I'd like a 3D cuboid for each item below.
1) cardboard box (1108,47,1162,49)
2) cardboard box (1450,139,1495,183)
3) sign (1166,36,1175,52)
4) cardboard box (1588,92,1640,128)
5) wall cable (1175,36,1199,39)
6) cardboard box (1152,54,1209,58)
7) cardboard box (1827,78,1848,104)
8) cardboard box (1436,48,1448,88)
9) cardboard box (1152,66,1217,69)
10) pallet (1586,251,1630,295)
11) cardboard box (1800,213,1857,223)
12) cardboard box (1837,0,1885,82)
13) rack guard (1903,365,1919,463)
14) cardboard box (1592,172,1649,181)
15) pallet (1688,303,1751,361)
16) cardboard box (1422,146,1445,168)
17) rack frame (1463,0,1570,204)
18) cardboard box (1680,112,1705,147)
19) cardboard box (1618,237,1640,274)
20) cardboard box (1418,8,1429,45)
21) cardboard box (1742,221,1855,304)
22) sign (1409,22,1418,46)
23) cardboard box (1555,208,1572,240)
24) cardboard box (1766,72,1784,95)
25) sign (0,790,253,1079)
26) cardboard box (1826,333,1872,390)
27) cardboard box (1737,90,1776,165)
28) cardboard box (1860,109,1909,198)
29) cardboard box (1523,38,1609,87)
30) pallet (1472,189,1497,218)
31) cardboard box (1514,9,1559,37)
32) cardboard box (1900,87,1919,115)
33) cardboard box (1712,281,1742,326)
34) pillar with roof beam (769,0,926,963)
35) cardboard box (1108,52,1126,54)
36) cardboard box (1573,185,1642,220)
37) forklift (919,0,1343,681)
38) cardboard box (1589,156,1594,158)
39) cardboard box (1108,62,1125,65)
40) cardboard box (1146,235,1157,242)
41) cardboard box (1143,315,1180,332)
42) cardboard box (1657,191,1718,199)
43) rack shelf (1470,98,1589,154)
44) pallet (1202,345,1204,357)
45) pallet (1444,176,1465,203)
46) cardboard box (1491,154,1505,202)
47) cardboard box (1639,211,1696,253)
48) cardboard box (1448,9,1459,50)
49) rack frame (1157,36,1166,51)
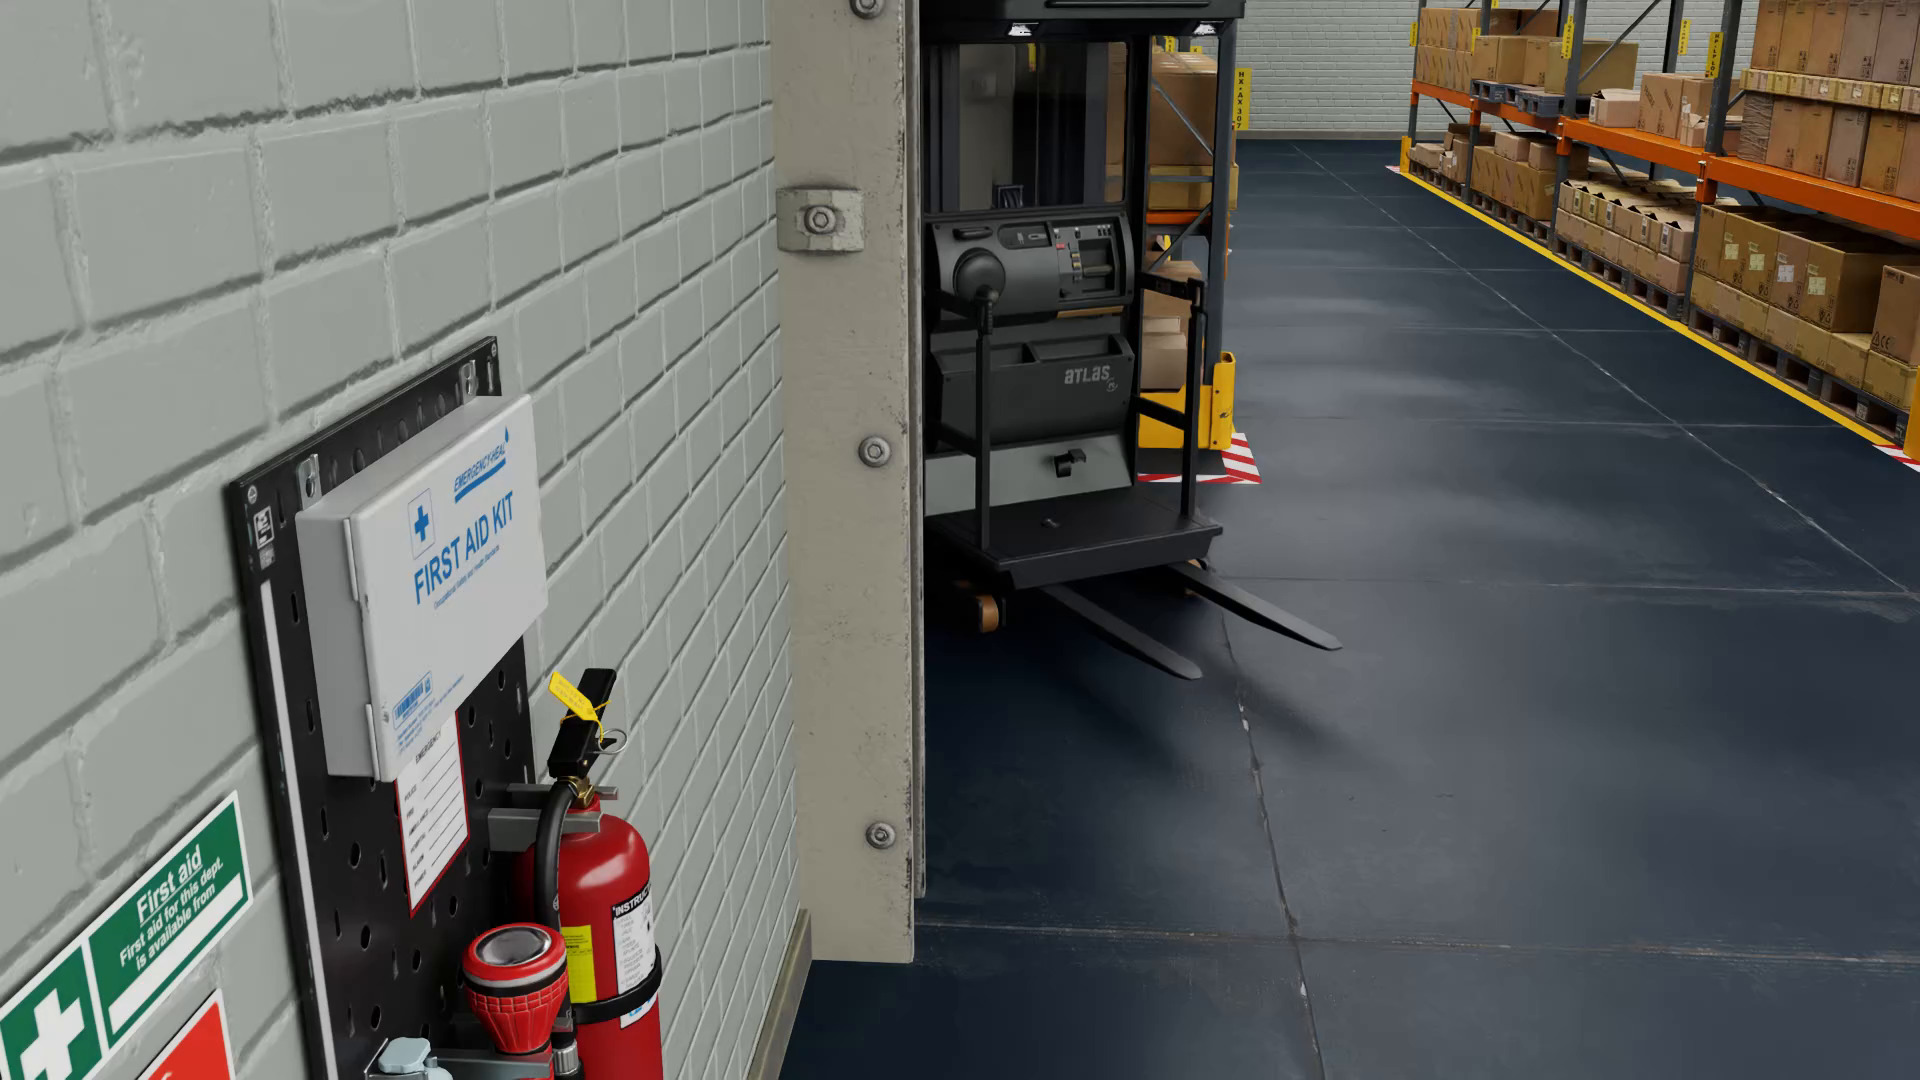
[{"bbox_3d":[1.457,-4.190,15.026,0.700,0.500,0.500,1,18,4],"label":"cardboard box"},{"bbox_3d":[6.534,-4.804,21.076,0.500,0.500,0.500,1,18,4],"label":"cardboard box"},{"bbox_3d":[2.090,-4.970,16.543,0.100,0.325,0.005,1,18,4],"label":"sign"},{"bbox_3d":[6.232,-4.042,15.584,0.500,0.311,0.500,1,18,3],"label":"cardboard box"},{"bbox_3d":[2.884,-10.076,29.207,3.097,2.526,0.112,1,18,4],"label":"wall cable"},{"bbox_3d":[1.506,-3.210,11.908,0.500,0.500,0.500,1,18,4],"label":"cardboard box"},{"bbox_3d":[5.883,-2.911,10.787,0.380,0.149,0.250,1,18,3],"label":"cardboard box"},{"bbox_3d":[6.660,-6.287,22.131,0.500,0.500,0.500,2,18,5],"label":"cardboard box"},{"bbox_3d":[1.354,-2.572,9.959,0.500,0.500,0.500,1,18,4],"label":"cardboard box"},{"bbox_3d":[6.301,-2.400,14.908,1.003,0.211,1.213,1,18,4],"label":"pallet"},{"bbox_3d":[6.340,-2.061,11.932,0.500,0.500,0.500,1,18,4],"label":"cardboard box"},{"bbox_3d":[6.069,-3.174,10.548,0.700,0.500,0.500,1,18,4],"label":"cardboard box"},{"bbox_3d":[5.914,-0.678,9.188,1.175,0.500,0.348,1,18,4],"label":"rack guard"},{"bbox_3d":[6.807,-3.514,17.137,0.500,0.500,0.500,2,18,6],"label":"cardboard box"},{"bbox_3d":[6.104,-1.544,12.297,1.003,0.211,1.213,1,18,4],"label":"pallet"},{"bbox_3d":[6.669,-5.272,22.903,0.500,0.250,0.500,1,18,4],"label":"cardboard box"},{"bbox_3d":[6.776,-5.600,20.196,1.000,3.000,0.127,1,18,4],"label":"rack frame"},{"bbox_3d":[6.083,-3.329,13.480,0.396,0.266,0.258,1,18,3],"label":"cardboard box"},{"bbox_3d":[6.018,-2.459,14.353,0.500,0.250,0.500,2,18,5],"label":"cardboard box"},{"bbox_3d":[6.768,-7.233,23.414,0.500,0.500,0.500,2,18,6],"label":"cardboard box"},{"bbox_3d":[5.786,-1.917,11.493,0.500,0.500,0.500,1,18,4],"label":"cardboard box"},{"bbox_3d":[6.522,-7.266,23.889,0.100,0.325,0.005,1,18,4],"label":"sign"},{"bbox_3d":[6.159,-3.094,16.291,0.500,0.250,0.500,1,18,4],"label":"cardboard box"},{"bbox_3d":[5.956,-3.234,11.773,0.380,0.149,0.250,1,18,2],"label":"cardboard box"},{"bbox_3d":[-0.617,0.310,1.250,0.001,0.109,0.331,1,18,4],"label":"sign"},{"bbox_3d":[5.684,-1.095,10.188,0.500,0.250,0.500,1,18,4],"label":"cardboard box"},{"bbox_3d":[6.177,-3.025,12.177,0.700,0.500,0.500,1,18,2],"label":"cardboard box"},{"bbox_3d":[6.036,-2.383,10.216,0.700,0.500,0.500,1,18,4],"label":"cardboard box"},{"bbox_3d":[6.711,-5.297,18.436,0.700,0.500,0.500,-3,18,-10],"label":"cardboard box"},{"bbox_3d":[6.756,-4.021,19.857,1.003,0.211,1.213,1,18,4],"label":"pallet"},{"bbox_3d":[7.091,-6.263,20.452,0.500,0.500,0.500,2,18,5],"label":"cardboard box"},{"bbox_3d":[5.809,-2.591,9.809,0.380,0.149,0.250,2,18,5],"label":"cardboard box"},{"bbox_3d":[5.826,-1.716,12.084,0.500,0.250,0.500,1,18,4],"label":"cardboard box"},{"bbox_3d":[4.026,-3.110,2.964,9.100,9.000,0.400,1,18,4],"label":"pillar with roof beam"},{"bbox_3d":[1.019,-3.378,12.419,0.500,0.500,0.500,1,18,3],"label":"cardboard box"},{"bbox_3d":[6.130,-3.198,15.705,0.500,0.311,0.500,1,18,3],"label":"cardboard box"},{"bbox_3d":[0.411,-1.168,6.779,1.130,2.935,3.031,-9,20,-25],"label":"forklift"},{"bbox_3d":[6.947,-4.152,19.086,0.500,0.500,0.500,2,18,5],"label":"cardboard box"},{"bbox_3d":[0.875,-2.745,10.487,0.500,0.500,0.500,1,18,2],"label":"cardboard box"},{"bbox_3d":[1.298,-2.475,13.967,0.700,0.500,0.500,2,18,6],"label":"cardboard box"},{"bbox_3d":[1.155,-1.304,10.696,0.500,0.311,0.500,3,18,8],"label":"cardboard box"},{"bbox_3d":[6.628,-3.031,15.196,0.500,0.311,0.500,1,18,4],"label":"cardboard box"},{"bbox_3d":[6.633,-4.637,18.412,1.077,0.370,4.000,1,18,4],"label":"rack shelf"},{"bbox_3d":[1.164,-1.310,11.583,1.003,0.211,1.213,1,18,4],"label":"pallet"},{"bbox_3d":[6.826,-4.488,21.281,1.003,0.211,1.213,1,18,4],"label":"pallet"},{"bbox_3d":[6.428,-4.155,19.095,0.500,0.500,0.500,2,18,5],"label":"cardboard box"},{"bbox_3d":[5.977,-2.569,13.786,0.500,0.311,0.500,2,18,5],"label":"cardboard box"},{"bbox_3d":[6.625,-6.601,21.485,0.500,0.500,0.500,1,18,4],"label":"cardboard box"},{"bbox_3d":[1.548,-4.467,16.739,1.000,3.000,0.127,1,18,4],"label":"rack frame"}]
